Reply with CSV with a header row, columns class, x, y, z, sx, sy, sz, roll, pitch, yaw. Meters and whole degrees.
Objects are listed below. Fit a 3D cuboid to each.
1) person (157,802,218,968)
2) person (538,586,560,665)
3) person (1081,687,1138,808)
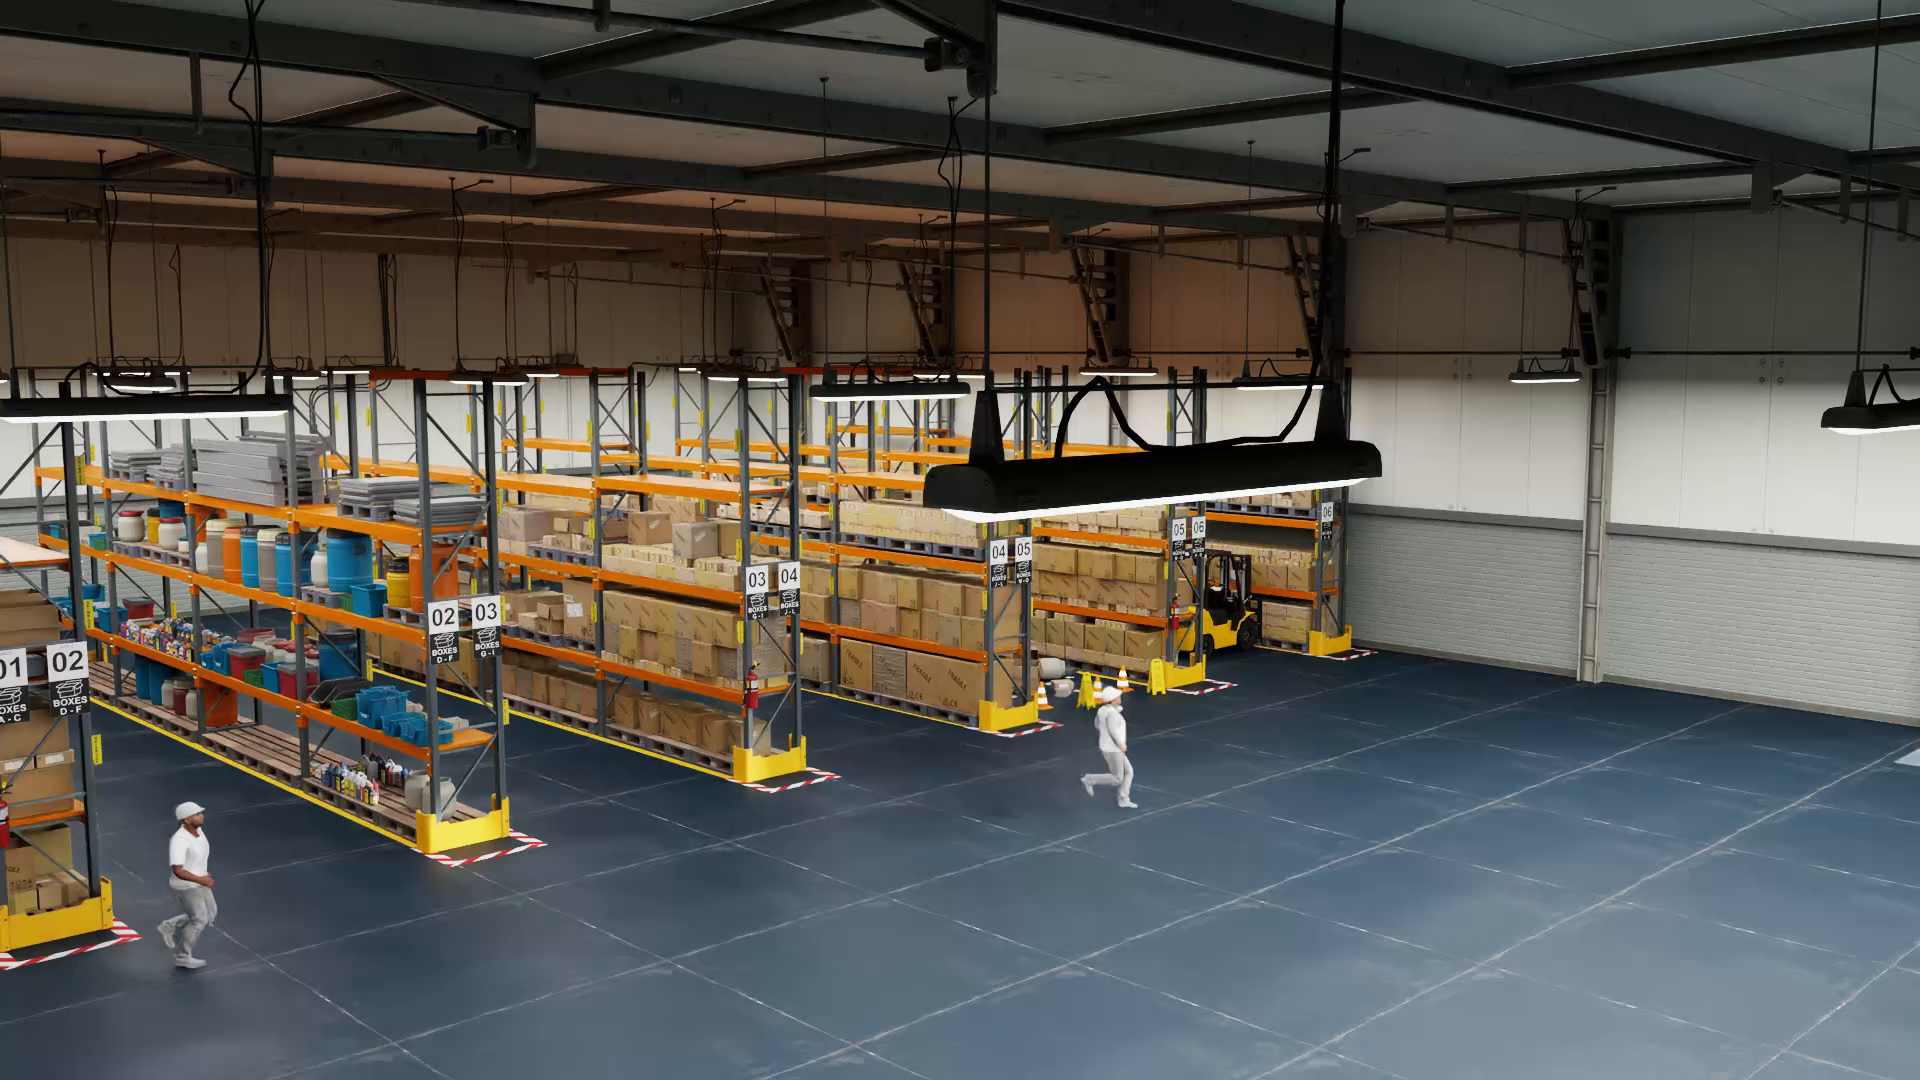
class,x,y,z,sx,sy,sz,roll,pitch,yaw
person,-7.981,3.546,17.196,0.655,1.726,0.727,-1,7,-9
person,-8.198,1.765,32.907,0.890,1.715,0.576,5,8,39
person,2.079,2.892,23.085,0.837,1.737,0.657,-1,6,-6
